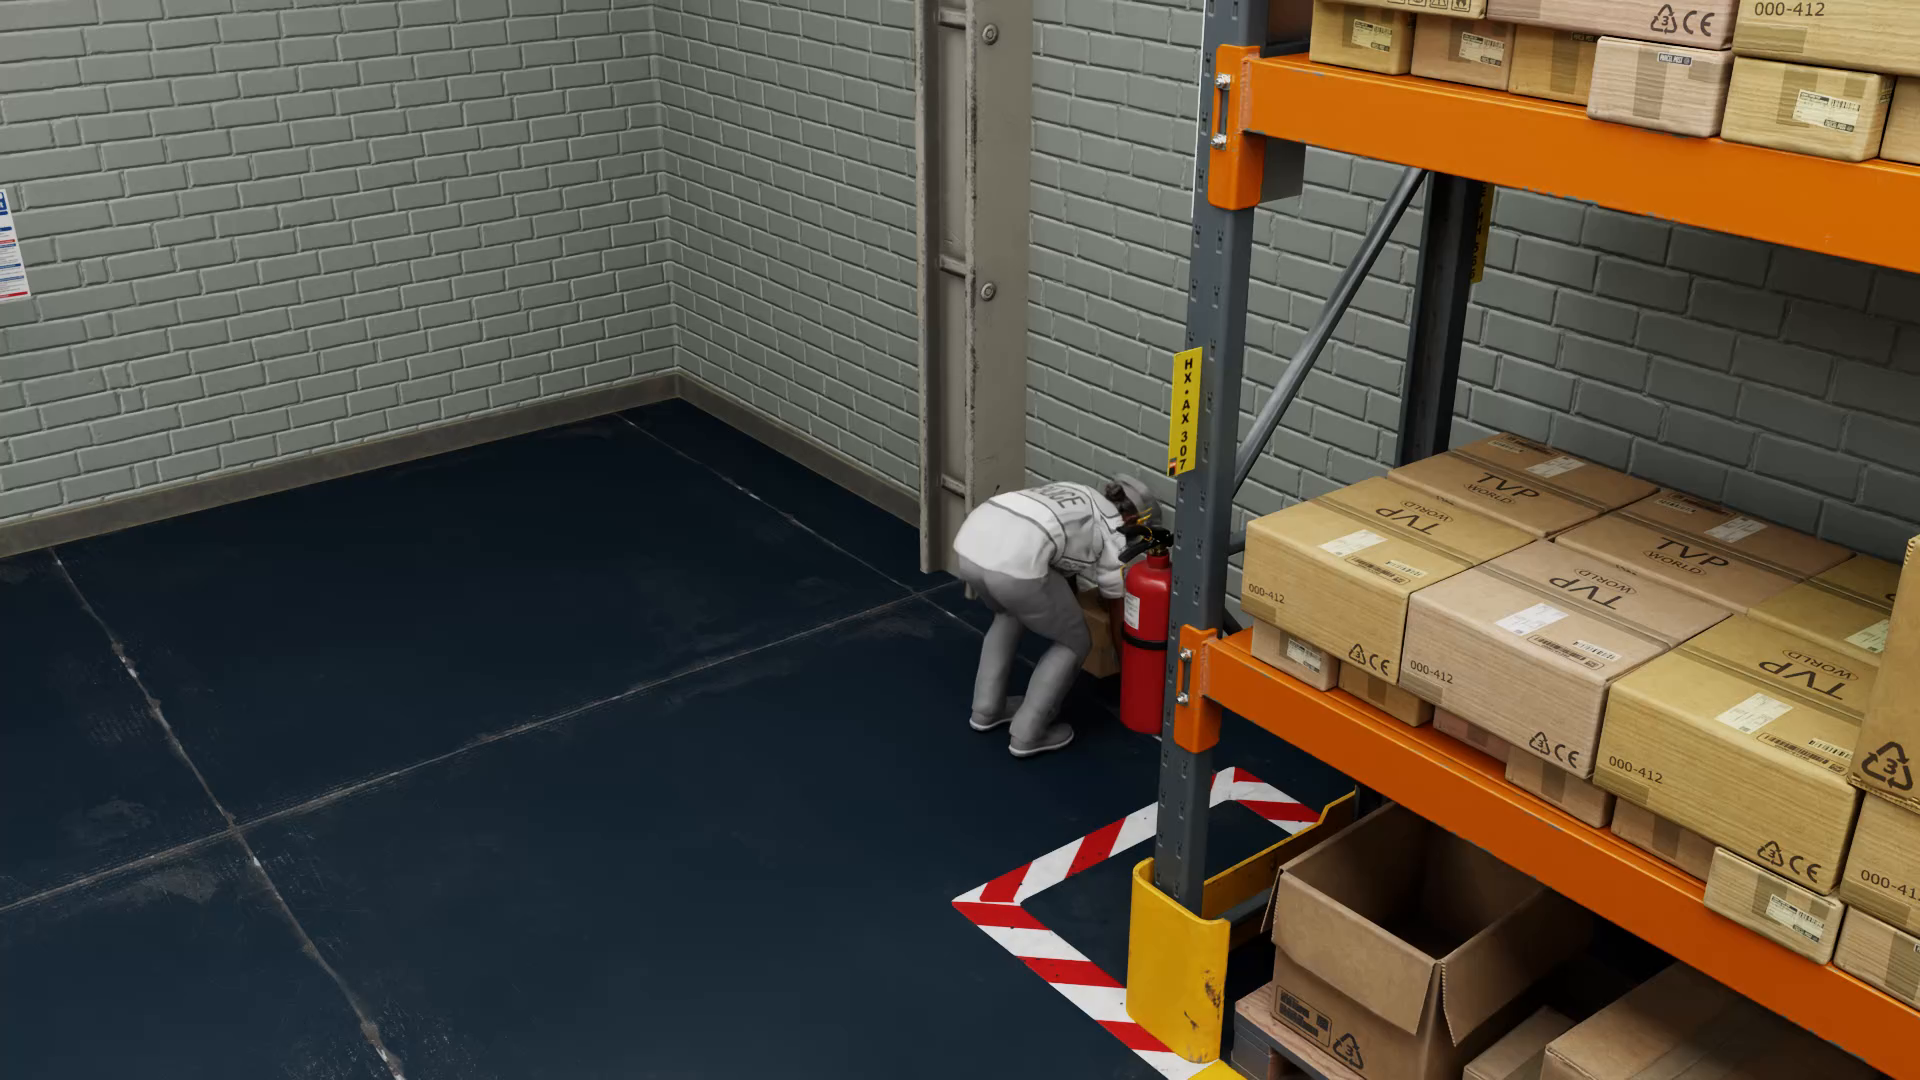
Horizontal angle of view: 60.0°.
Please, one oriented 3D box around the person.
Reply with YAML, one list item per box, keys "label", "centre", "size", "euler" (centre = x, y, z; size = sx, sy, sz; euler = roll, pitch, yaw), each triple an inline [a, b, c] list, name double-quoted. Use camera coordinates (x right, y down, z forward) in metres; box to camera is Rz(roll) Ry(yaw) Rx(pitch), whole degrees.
- label: "person"
  centre: [0.393, 0.243, 6.374]
  size: [0.932, 1.000, 0.449]
  euler: [-20, 31, -36]
